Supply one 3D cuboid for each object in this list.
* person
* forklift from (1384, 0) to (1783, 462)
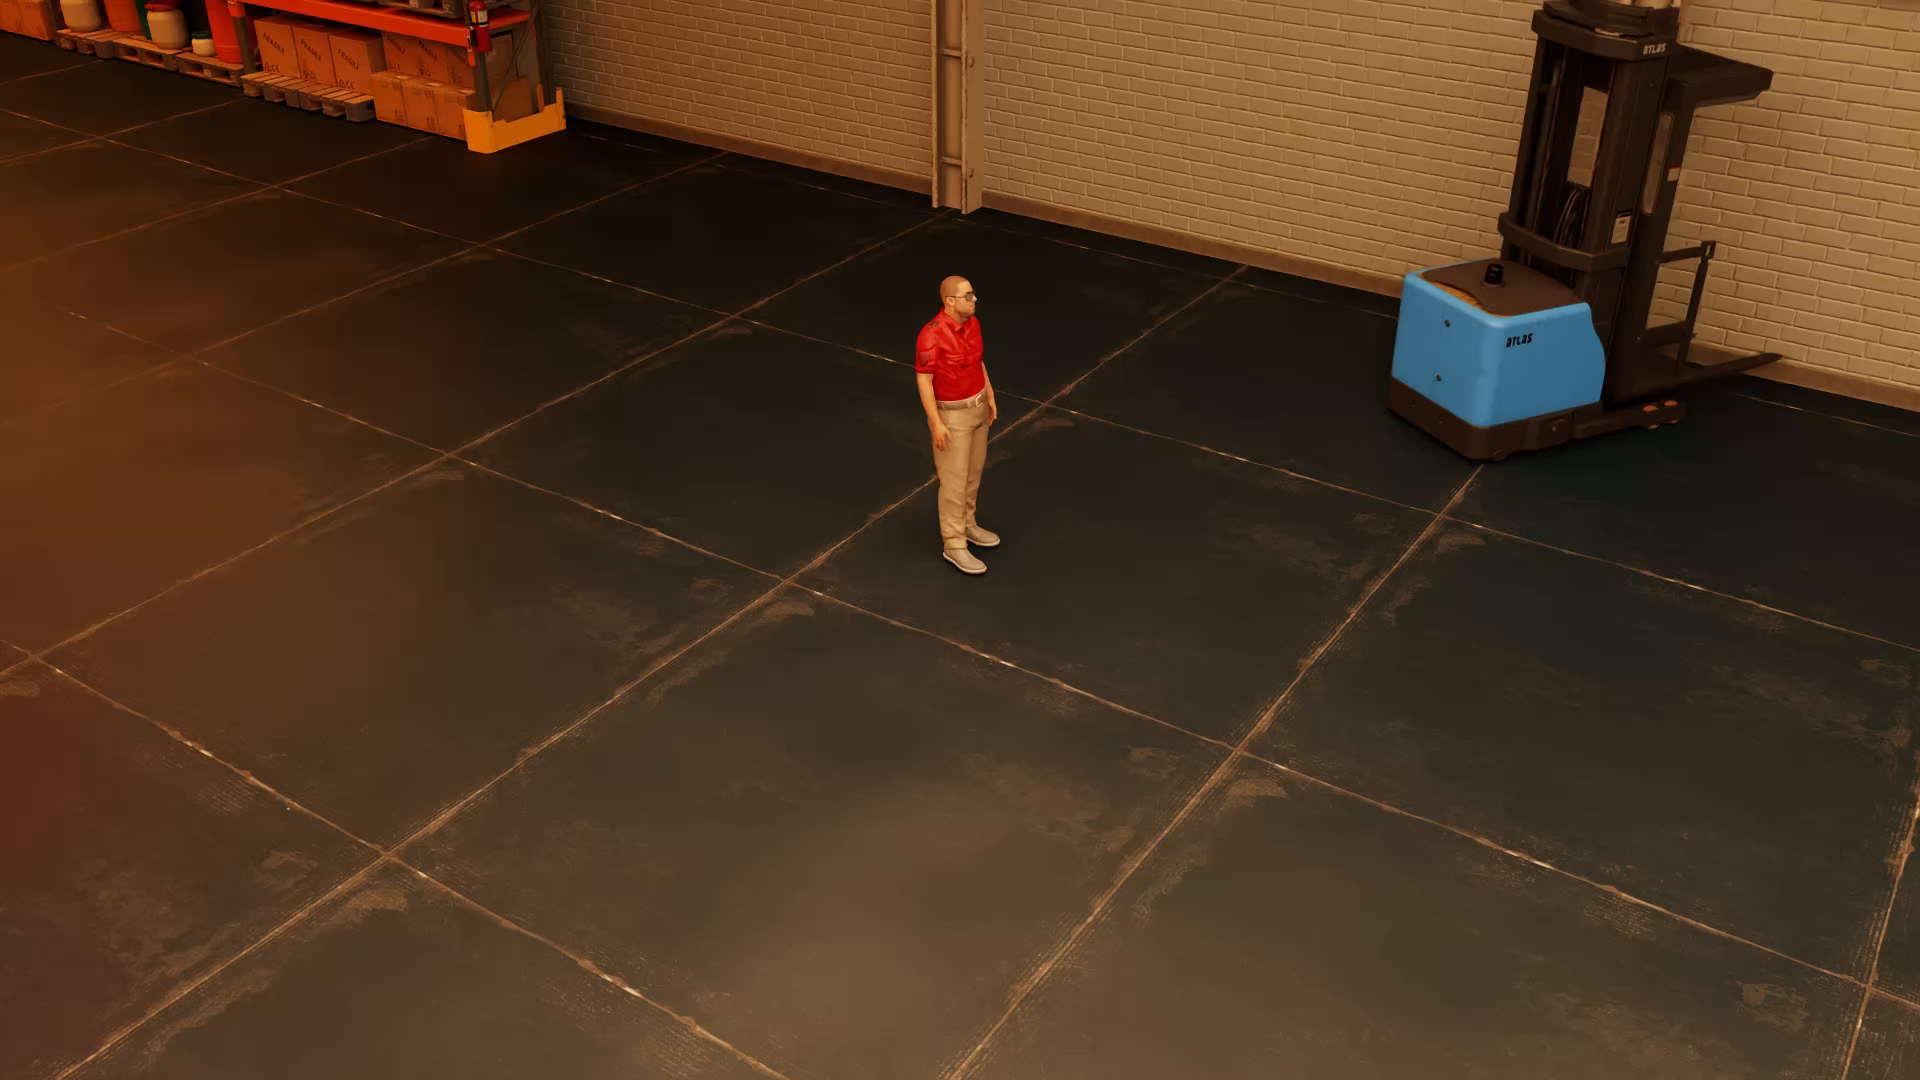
[{"bbox_3d":[0.068,-0.725,10.010,0.550,1.728,0.641,19,35,29],"label":"person"},{"bbox_3d":[4.637,-2.287,11.520,3.031,2.935,1.130,-13,33,-21],"label":"forklift"}]
